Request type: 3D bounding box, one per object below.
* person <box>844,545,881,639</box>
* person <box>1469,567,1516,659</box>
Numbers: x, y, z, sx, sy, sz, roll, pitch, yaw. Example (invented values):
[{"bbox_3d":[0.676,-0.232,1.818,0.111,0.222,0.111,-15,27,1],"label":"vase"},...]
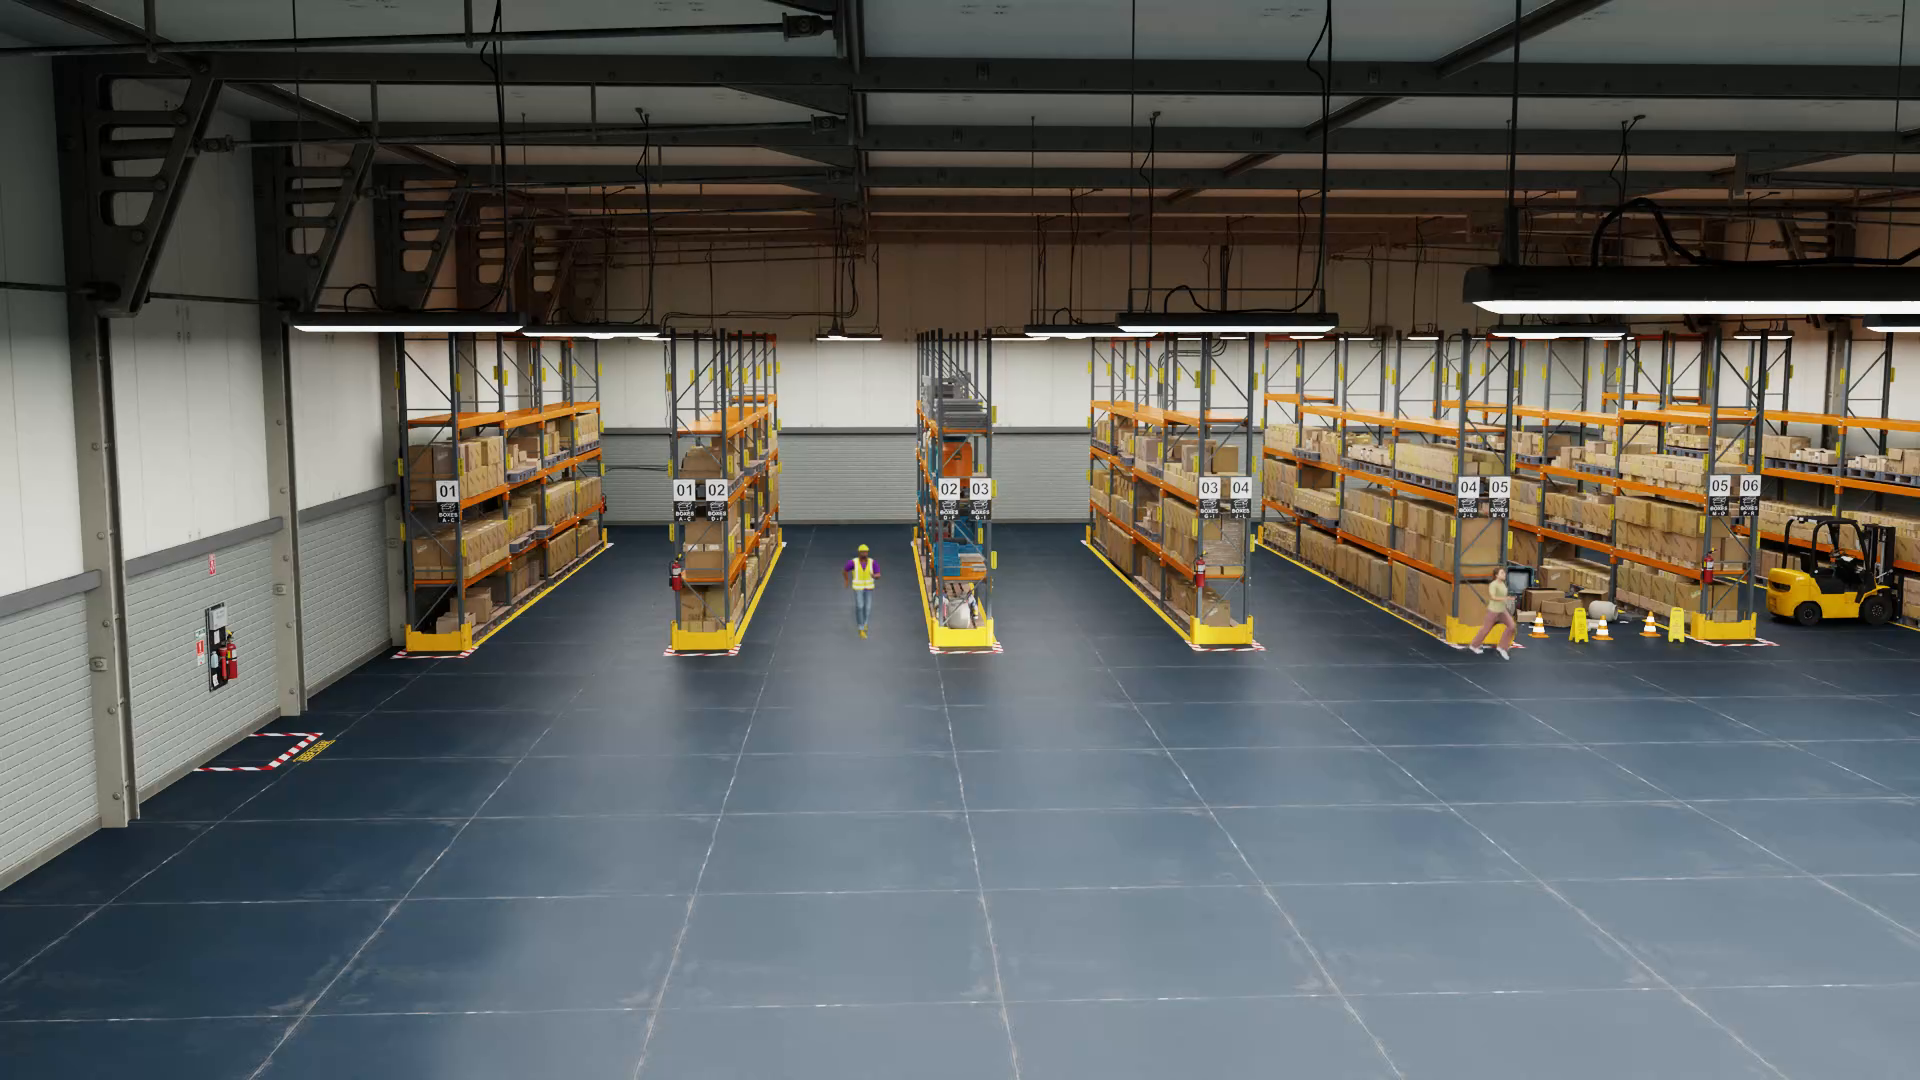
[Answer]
[{"bbox_3d":[-1.893,0.976,32.632,0.692,1.781,0.922,-2,7,-16],"label":"person"},{"bbox_3d":[9.776,1.320,30.402,0.585,1.694,0.851,-6,9,-41],"label":"person"}]
